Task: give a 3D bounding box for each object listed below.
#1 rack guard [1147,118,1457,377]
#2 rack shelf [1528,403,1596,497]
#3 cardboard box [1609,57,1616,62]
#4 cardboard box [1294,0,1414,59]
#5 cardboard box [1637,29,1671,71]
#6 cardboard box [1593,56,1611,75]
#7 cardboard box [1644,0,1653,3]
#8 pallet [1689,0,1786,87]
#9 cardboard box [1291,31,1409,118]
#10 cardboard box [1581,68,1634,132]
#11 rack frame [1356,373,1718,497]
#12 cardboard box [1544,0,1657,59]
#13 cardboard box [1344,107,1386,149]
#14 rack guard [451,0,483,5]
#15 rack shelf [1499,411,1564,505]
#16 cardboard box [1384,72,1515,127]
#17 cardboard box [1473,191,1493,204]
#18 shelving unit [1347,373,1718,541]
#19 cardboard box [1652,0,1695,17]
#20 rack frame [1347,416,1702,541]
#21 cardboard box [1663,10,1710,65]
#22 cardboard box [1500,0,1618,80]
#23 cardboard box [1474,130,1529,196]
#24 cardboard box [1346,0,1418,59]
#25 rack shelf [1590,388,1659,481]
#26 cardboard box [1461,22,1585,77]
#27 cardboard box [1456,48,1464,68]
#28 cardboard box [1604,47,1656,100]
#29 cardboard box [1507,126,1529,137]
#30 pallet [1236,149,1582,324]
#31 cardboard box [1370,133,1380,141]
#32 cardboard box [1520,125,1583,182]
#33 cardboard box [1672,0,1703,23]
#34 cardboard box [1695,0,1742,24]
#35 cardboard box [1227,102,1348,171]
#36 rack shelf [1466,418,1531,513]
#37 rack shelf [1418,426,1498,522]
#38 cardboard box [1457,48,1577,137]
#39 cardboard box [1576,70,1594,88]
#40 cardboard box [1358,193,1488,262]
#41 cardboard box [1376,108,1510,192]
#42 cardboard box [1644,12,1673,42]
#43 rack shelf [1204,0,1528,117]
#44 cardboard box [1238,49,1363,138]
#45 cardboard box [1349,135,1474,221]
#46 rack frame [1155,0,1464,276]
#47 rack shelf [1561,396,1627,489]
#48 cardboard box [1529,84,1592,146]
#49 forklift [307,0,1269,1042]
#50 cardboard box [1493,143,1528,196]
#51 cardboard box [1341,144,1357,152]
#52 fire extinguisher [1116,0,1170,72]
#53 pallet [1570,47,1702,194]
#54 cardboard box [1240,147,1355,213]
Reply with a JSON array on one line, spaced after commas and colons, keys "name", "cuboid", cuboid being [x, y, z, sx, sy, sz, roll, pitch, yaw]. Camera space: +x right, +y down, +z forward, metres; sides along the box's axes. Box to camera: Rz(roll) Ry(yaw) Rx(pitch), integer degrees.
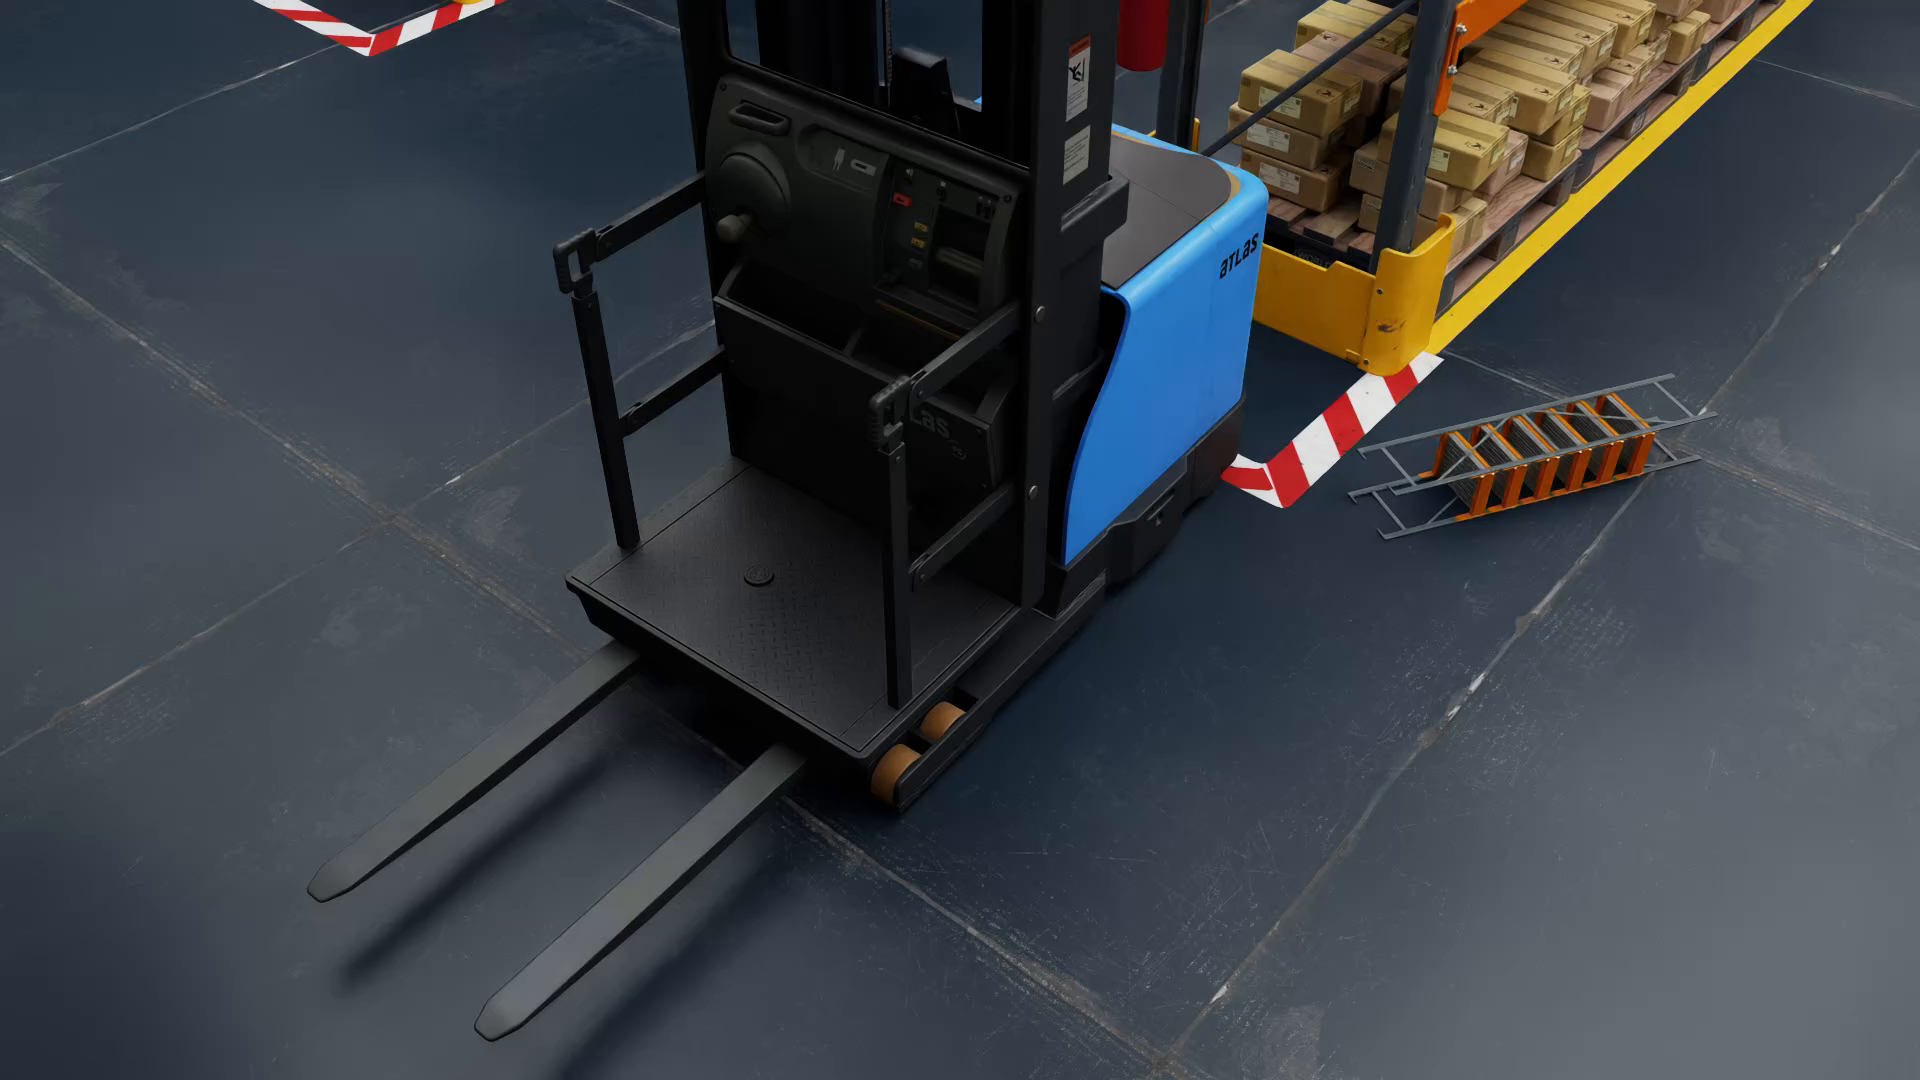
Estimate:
[{"name": "rack guard", "cuboid": [1.175, -1.085, 6.072, 1.175, 0.500, 0.348, 29, 50, 28]}, {"name": "rack shelf", "cuboid": [1.936, -0.296, 5.431, 0.103, 0.180, 0.258, -13, 44, -14]}, {"name": "cardboard box", "cuboid": [2.639, -2.176, 7.000, 0.380, 0.149, 0.250, 32, 51, 30]}, {"name": "cardboard box", "cuboid": [1.548, -1.967, 6.548, 0.380, 0.149, 0.250, 28, 49, 28]}, {"name": "cardboard box", "cuboid": [2.823, -2.144, 7.185, 0.380, 0.149, 0.250, 30, 50, 29]}, {"name": "cardboard box", "cuboid": [2.458, -2.042, 6.852, 0.380, 0.149, 0.250, 32, 51, 30]}, {"name": "cardboard box", "cuboid": [2.643, -2.271, 6.883, 0.380, 0.149, 0.250, 30, 50, 29]}, {"name": "pallet", "cuboid": [3.295, -2.638, 7.994, 1.003, 0.211, 1.213, 29, 50, 28]}, {"name": "cardboard box", "cuboid": [1.478, -1.779, 6.341, 0.380, 0.149, 0.250, 30, 50, 29]}, {"name": "cardboard box", "cuboid": [2.535, -1.851, 6.863, 0.380, 0.149, 0.250, 27, 49, 27]}, {"name": "rack frame", "cuboid": [1.865, -0.346, 5.351, 1.200, 0.006, 0.240, -13, 44, -14]}, {"name": "cardboard box", "cuboid": [2.555, -2.101, 6.695, 0.380, 0.149, 0.250, 30, 50, 29]}, {"name": "cardboard box", "cuboid": [1.456, -1.688, 6.463, 0.380, 0.149, 0.250, 28, 49, 28]}, {"name": "rack guard", "cuboid": [-2.744, -3.125, 8.315, 1.175, 0.500, 0.348, 29, 50, 28]}, {"name": "rack shelf", "cuboid": [1.823, -0.269, 5.402, 0.103, 0.180, 0.258, -13, 44, -14]}, {"name": "cardboard box", "cuboid": [1.808, -1.608, 6.154, 0.380, 0.149, 0.250, 30, 50, 29]}, {"name": "cardboard box", "cuboid": [1.814, -1.373, 6.337, 0.380, 0.149, 0.250, 29, 50, 28]}, {"name": "shelving unit", "cuboid": [1.865, -0.279, 5.413, 1.200, 0.189, 0.258, -13, 44, -14]}, {"name": "cardboard box", "cuboid": [2.887, -2.352, 6.972, 0.380, 0.149, 0.250, 28, 49, 27]}, {"name": "rack frame", "cuboid": [1.865, -0.211, 5.474, 1.200, 0.006, 0.240, -13, 44, -14]}, {"name": "cardboard box", "cuboid": [3.042, -2.249, 7.301, 0.380, 0.149, 0.250, 29, 50, 28]}, {"name": "cardboard box", "cuboid": [2.350, -1.985, 6.568, 0.380, 0.149, 0.250, 32, 51, 30]}, {"name": "cardboard box", "cuboid": [1.879, -1.457, 6.208, 0.380, 0.149, 0.250, 29, 50, 28]}, {"name": "cardboard box", "cuboid": [1.763, -2.073, 6.665, 0.380, 0.149, 0.250, 27, 49, 27]}, {"name": "rack shelf", "cuboid": [2.162, -0.350, 5.491, 0.103, 0.180, 0.258, -13, 44, -14]}, {"name": "cardboard box", "cuboid": [2.165, -1.846, 6.416, 0.380, 0.149, 0.250, 27, 49, 27]}, {"name": "cardboard box", "cuboid": [1.832, -1.939, 6.739, 0.380, 0.149, 0.250, 29, 50, 28]}, {"name": "cardboard box", "cuboid": [2.693, -2.005, 7.032, 0.380, 0.149, 0.250, 30, 50, 28]}, {"name": "cardboard box", "cuboid": [1.969, -1.621, 6.389, 0.380, 0.149, 0.250, 30, 50, 29]}, {"name": "pallet", "cuboid": [1.725, -1.381, 6.612, 1.003, 0.211, 1.213, 29, 50, 28]}, {"name": "cardboard box", "cuboid": [1.629, -1.708, 6.706, 0.380, 0.149, 0.250, 29, 50, 28]}, {"name": "cardboard box", "cuboid": [2.217, -1.588, 6.574, 0.380, 0.149, 0.250, 30, 50, 29]}, {"name": "cardboard box", "cuboid": [3.031, -2.425, 7.273, 0.380, 0.149, 0.250, 31, 51, 29]}, {"name": "cardboard box", "cuboid": [3.356, -2.520, 7.599, 0.380, 0.149, 0.250, 28, 49, 27]}, {"name": "cardboard box", "cuboid": [1.247, -1.577, 6.341, 0.380, 0.149, 0.250, 28, 49, 27]}, {"name": "rack shelf", "cuboid": [1.710, -0.242, 5.372, 0.103, 0.180, 0.258, -13, 44, -14]}, {"name": "rack shelf", "cuboid": [1.597, -0.215, 5.342, 0.103, 0.180, 0.258, -13, 44, -14]}, {"name": "cardboard box", "cuboid": [2.068, -1.683, 6.236, 0.380, 0.149, 0.250, 29, 50, 28]}, {"name": "cardboard box", "cuboid": [2.315, -1.884, 6.678, 0.380, 0.149, 0.250, 27, 49, 27]}, {"name": "cardboard box", "cuboid": [1.708, -1.203, 6.150, 0.380, 0.149, 0.250, 31, 50, 29]}, {"name": "cardboard box", "cuboid": [1.723, -1.414, 5.941, 0.380, 0.149, 0.250, 27, 49, 27]}, {"name": "cardboard box", "cuboid": [2.844, -2.296, 7.131, 0.380, 0.149, 0.250, 27, 49, 27]}, {"name": "rack shelf", "cuboid": [2.413, -2.735, 6.563, 1.077, 0.370, 4.000, 29, 50, 28]}, {"name": "cardboard box", "cuboid": [1.272, -1.674, 6.226, 0.380, 0.149, 0.250, 30, 50, 29]}, {"name": "cardboard box", "cuboid": [1.659, -1.340, 6.080, 0.380, 0.149, 0.250, 32, 51, 30]}, {"name": "rack frame", "cuboid": [1.126, -1.971, 5.188, 1.000, 3.000, 0.127, 29, 50, 28]}, {"name": "rack shelf", "cuboid": [2.049, -0.323, 5.461, 0.103, 0.180, 0.258, -13, 44, -14]}, {"name": "cardboard box", "cuboid": [2.217, -1.706, 6.483, 0.380, 0.149, 0.250, 31, 51, 30]}, {"name": "forklift", "cuboid": [-0.384, -0.748, 3.894, 1.130, 2.935, 3.031, 27, 49, 27]}, {"name": "cardboard box", "cuboid": [1.968, -1.504, 6.481, 0.380, 0.149, 0.250, 30, 50, 29]}, {"name": "cardboard box", "cuboid": [1.393, -1.609, 6.597, 0.380, 0.149, 0.250, 31, 51, 30]}, {"name": "fire extinguisher", "cuboid": [0.610, -1.875, 5.417, 0.296, 0.674, 0.183, 29, 50, 28]}, {"name": "pallet", "cuboid": [2.510, -2.007, 7.300, 1.003, 0.211, 1.213, 29, 50, 28]}, {"name": "cardboard box", "cuboid": [1.305, -1.433, 6.403, 0.380, 0.149, 0.250, 30, 50, 29]}]
